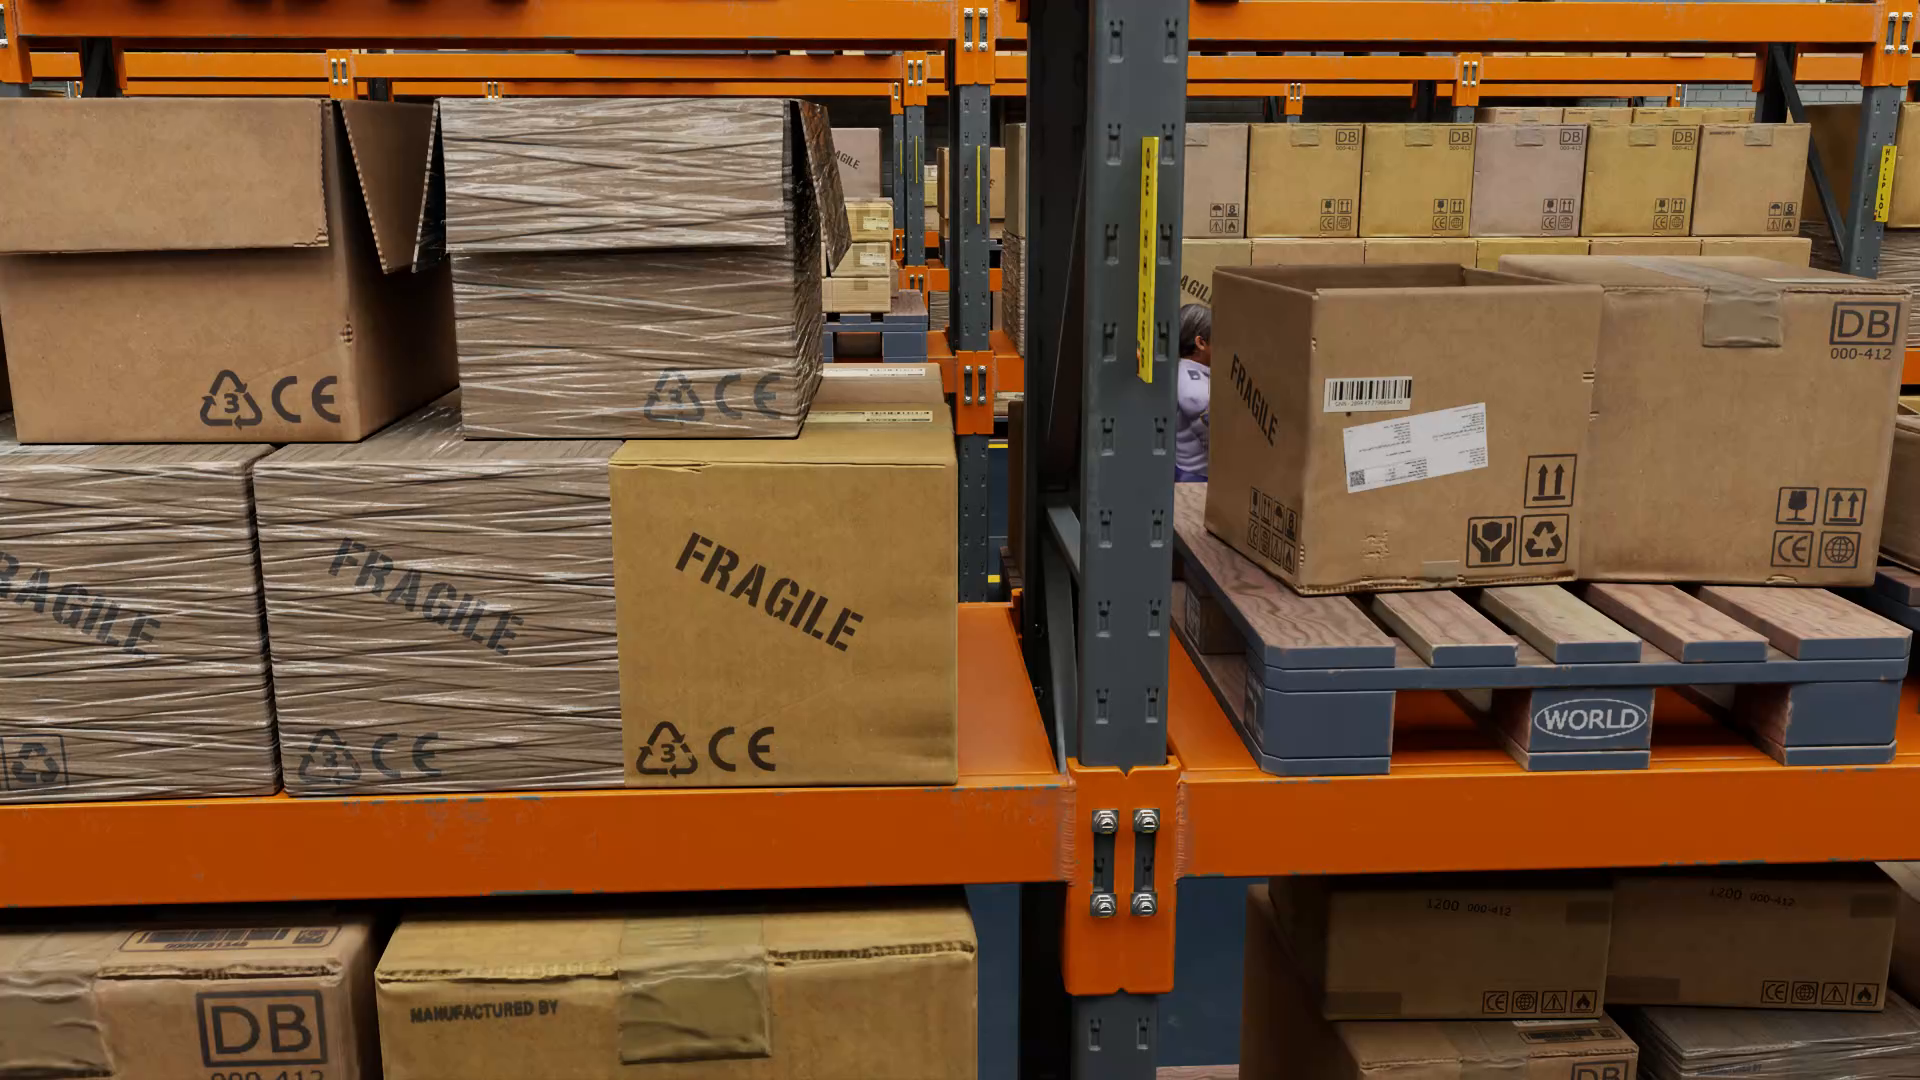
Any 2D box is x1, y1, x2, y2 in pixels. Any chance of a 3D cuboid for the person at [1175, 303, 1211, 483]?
[{"bbox_3d":[0.996,-0.086,6.400,0.523,1.644,0.447,-1,14,-3],"label":"person"}]
